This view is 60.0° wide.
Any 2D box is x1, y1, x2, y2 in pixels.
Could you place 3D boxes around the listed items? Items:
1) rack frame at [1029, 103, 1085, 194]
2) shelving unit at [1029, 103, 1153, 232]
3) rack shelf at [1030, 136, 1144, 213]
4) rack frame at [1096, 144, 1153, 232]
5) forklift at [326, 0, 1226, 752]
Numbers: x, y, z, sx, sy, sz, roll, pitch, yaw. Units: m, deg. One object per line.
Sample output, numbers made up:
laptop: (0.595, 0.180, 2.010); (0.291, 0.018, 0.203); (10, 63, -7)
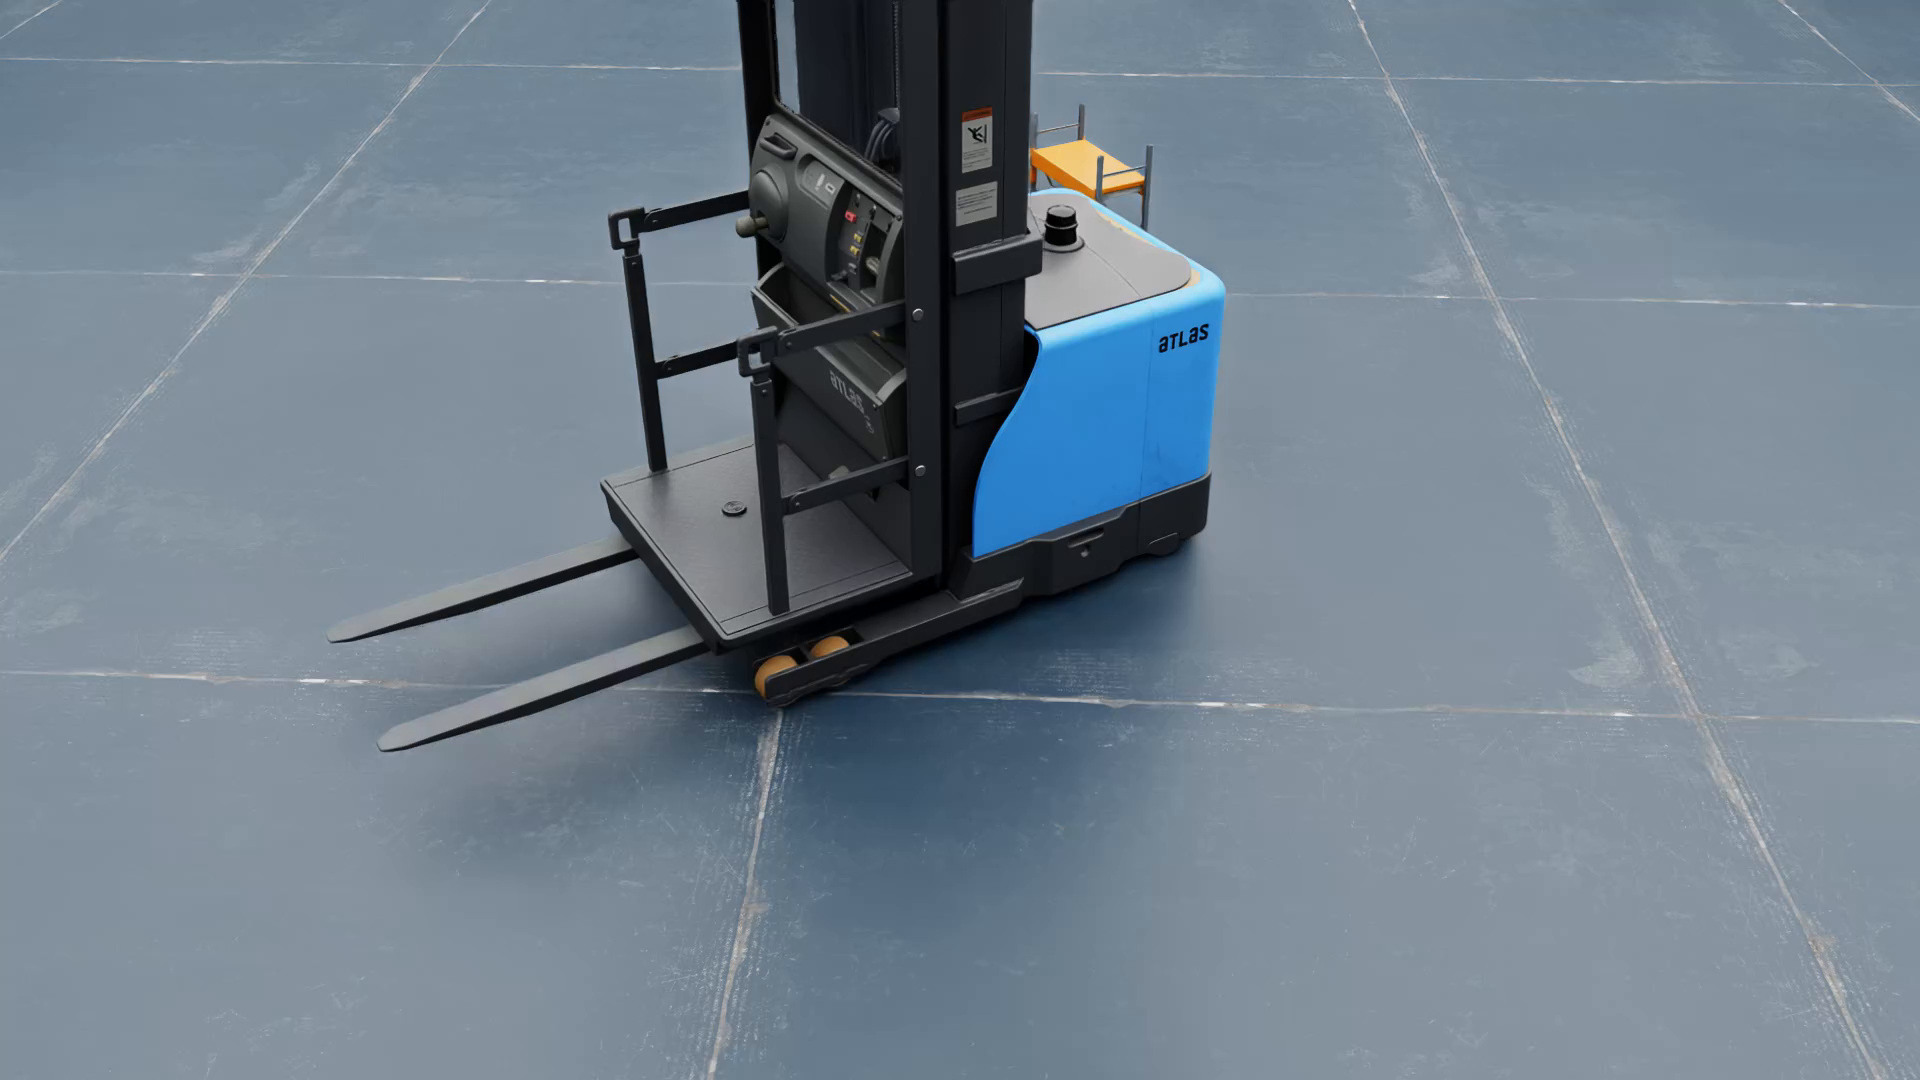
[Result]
rack frame: (0.391, -1.219, 6.941); (0.240, 1.200, 0.015); (-17, 39, -23)
shelving unit: (0.506, -1.095, 6.765); (0.258, 1.200, 0.503); (-17, 39, -23)
rack shelf: (0.506, -1.416, 6.539); (0.258, 0.148, 0.480); (-17, 39, -23)
rack frame: (0.621, -0.971, 6.589); (0.240, 1.200, 0.015); (-17, 39, -23)
forklift: (-0.605, -1.000, 5.124); (3.031, 2.935, 1.130); (-19, 39, -25)
